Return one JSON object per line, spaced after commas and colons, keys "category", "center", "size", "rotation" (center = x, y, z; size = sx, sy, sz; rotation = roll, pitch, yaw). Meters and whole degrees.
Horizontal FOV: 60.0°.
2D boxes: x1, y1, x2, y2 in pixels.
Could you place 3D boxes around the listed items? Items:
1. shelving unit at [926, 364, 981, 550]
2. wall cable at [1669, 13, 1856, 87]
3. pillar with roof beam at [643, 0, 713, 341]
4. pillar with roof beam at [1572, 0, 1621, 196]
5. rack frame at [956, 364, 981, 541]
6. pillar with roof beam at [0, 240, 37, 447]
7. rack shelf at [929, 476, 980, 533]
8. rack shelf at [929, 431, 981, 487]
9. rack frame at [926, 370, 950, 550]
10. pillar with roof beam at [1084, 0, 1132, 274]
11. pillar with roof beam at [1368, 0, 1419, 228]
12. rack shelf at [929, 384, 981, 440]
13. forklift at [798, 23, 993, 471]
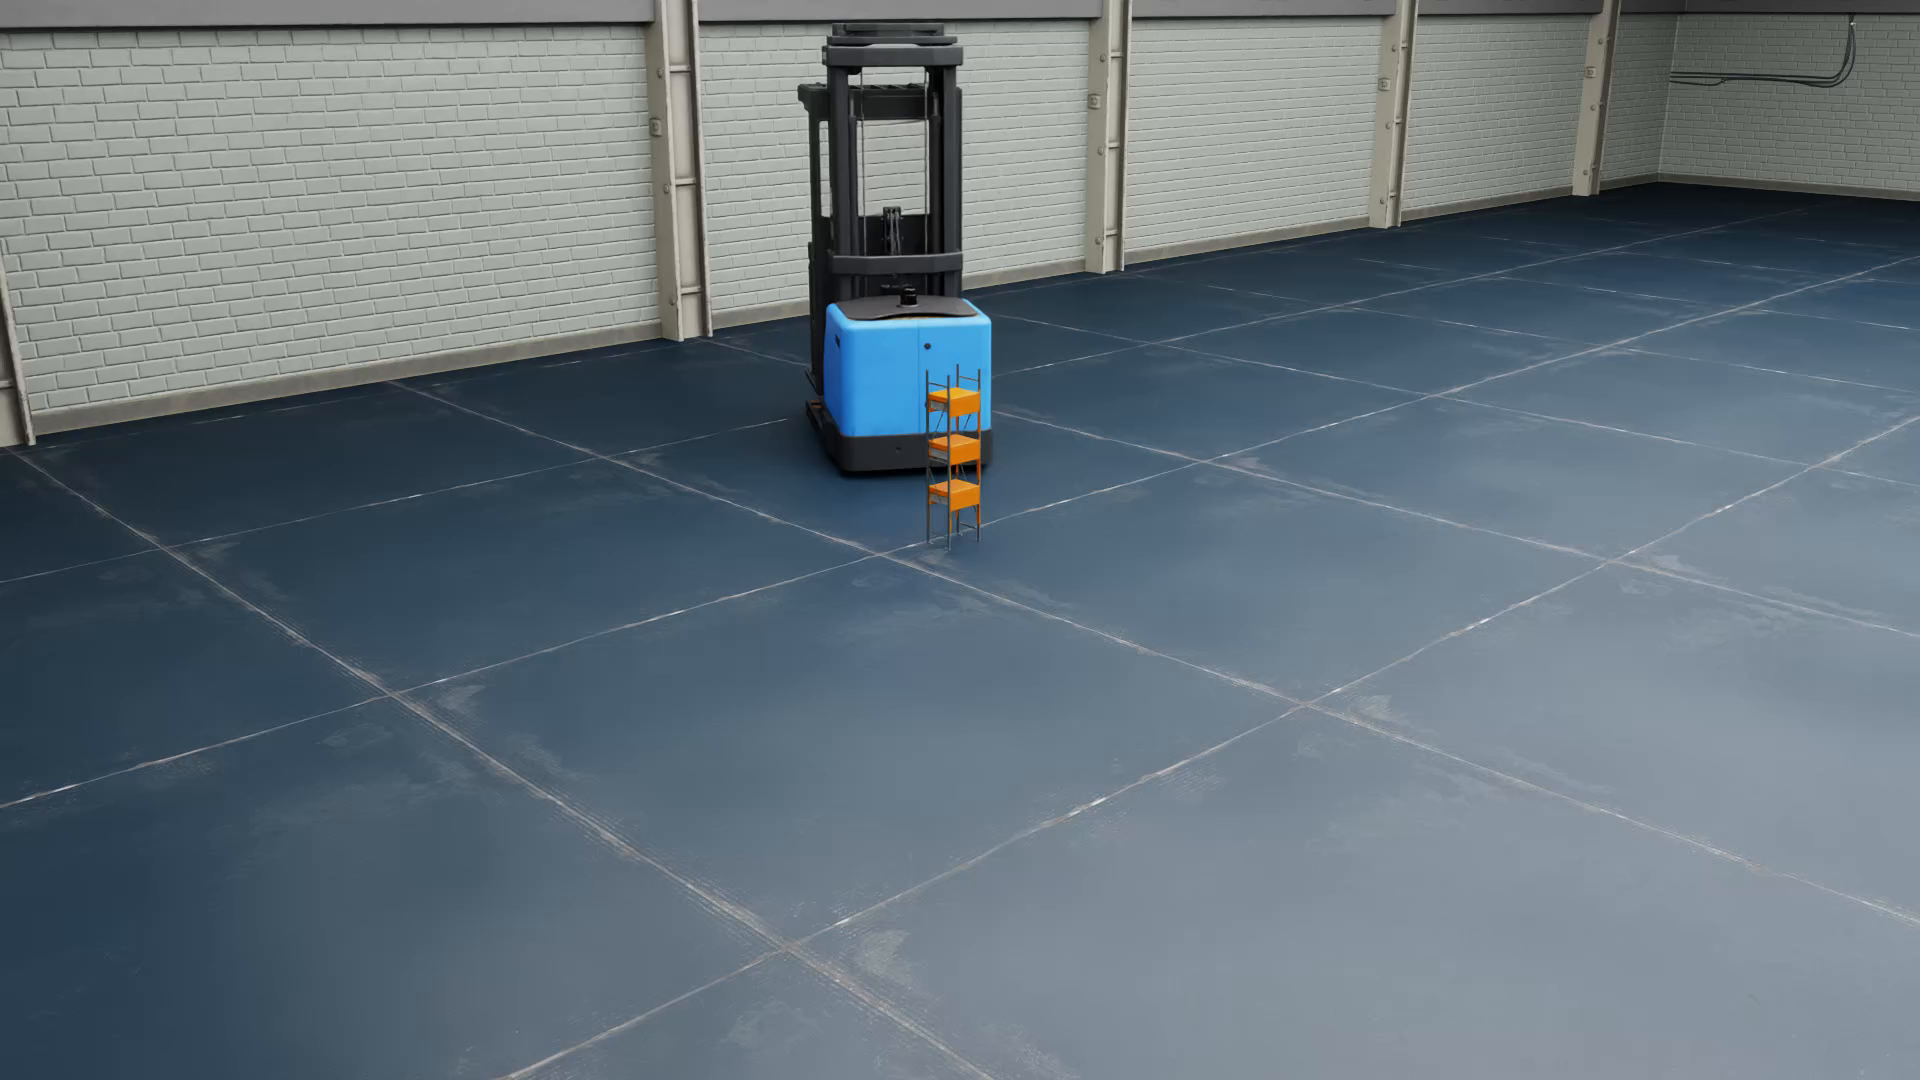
{"category": "shelving unit", "center": [-0.039, -0.488, 9.788], "size": [0.252, 1.050, 0.215], "rotation": [-16, 24, -41]}
{"category": "wall cable", "center": [13.495, -8.910, 27.909], "size": [0.112, 2.526, 3.097], "rotation": [-16, 24, -41]}
{"category": "pillar with roof beam", "center": [0.324, -5.280, 11.679], "size": [0.400, 9.000, 9.100], "rotation": [-16, 24, -41]}
{"category": "pillar with roof beam", "center": [13.403, -9.094, 23.443], "size": [0.400, 9.000, 9.100], "rotation": [-16, 24, -41]}
{"category": "rack frame", "center": [0.050, -0.514, 9.868], "size": [0.008, 1.050, 0.200], "rotation": [-16, 24, -41]}
{"category": "pillar with roof beam", "center": [-4.035, -4.009, 7.758], "size": [0.400, 9.000, 9.100], "rotation": [-16, 24, -41]}
{"category": "rack shelf", "center": [-0.039, -0.214, 9.877], "size": [0.240, 0.259, 0.215], "rotation": [-16, 24, -41]}
{"category": "rack shelf", "center": [-0.039, -0.478, 9.791], "size": [0.240, 0.259, 0.215], "rotation": [-16, 24, -41]}
{"category": "rack frame", "center": [-0.128, -0.462, 9.708], "size": [0.008, 1.050, 0.200], "rotation": [-16, 24, -41]}
{"category": "pillar with roof beam", "center": [4.684, -6.551, 15.600], "size": [0.400, 9.000, 9.100], "rotation": [-16, 24, -41]}
{"category": "pillar with roof beam", "center": [9.044, -7.823, 19.522], "size": [0.400, 9.000, 9.100], "rotation": [-16, 24, -41]}
{"category": "rack shelf", "center": [-0.039, -0.748, 9.704], "size": [0.240, 0.259, 0.215], "rotation": [-16, 24, -41]}
{"category": "forklift", "center": [-0.576, -2.270, 12.234], "size": [1.130, 2.935, 3.031], "rotation": [-4, 18, -11]}
